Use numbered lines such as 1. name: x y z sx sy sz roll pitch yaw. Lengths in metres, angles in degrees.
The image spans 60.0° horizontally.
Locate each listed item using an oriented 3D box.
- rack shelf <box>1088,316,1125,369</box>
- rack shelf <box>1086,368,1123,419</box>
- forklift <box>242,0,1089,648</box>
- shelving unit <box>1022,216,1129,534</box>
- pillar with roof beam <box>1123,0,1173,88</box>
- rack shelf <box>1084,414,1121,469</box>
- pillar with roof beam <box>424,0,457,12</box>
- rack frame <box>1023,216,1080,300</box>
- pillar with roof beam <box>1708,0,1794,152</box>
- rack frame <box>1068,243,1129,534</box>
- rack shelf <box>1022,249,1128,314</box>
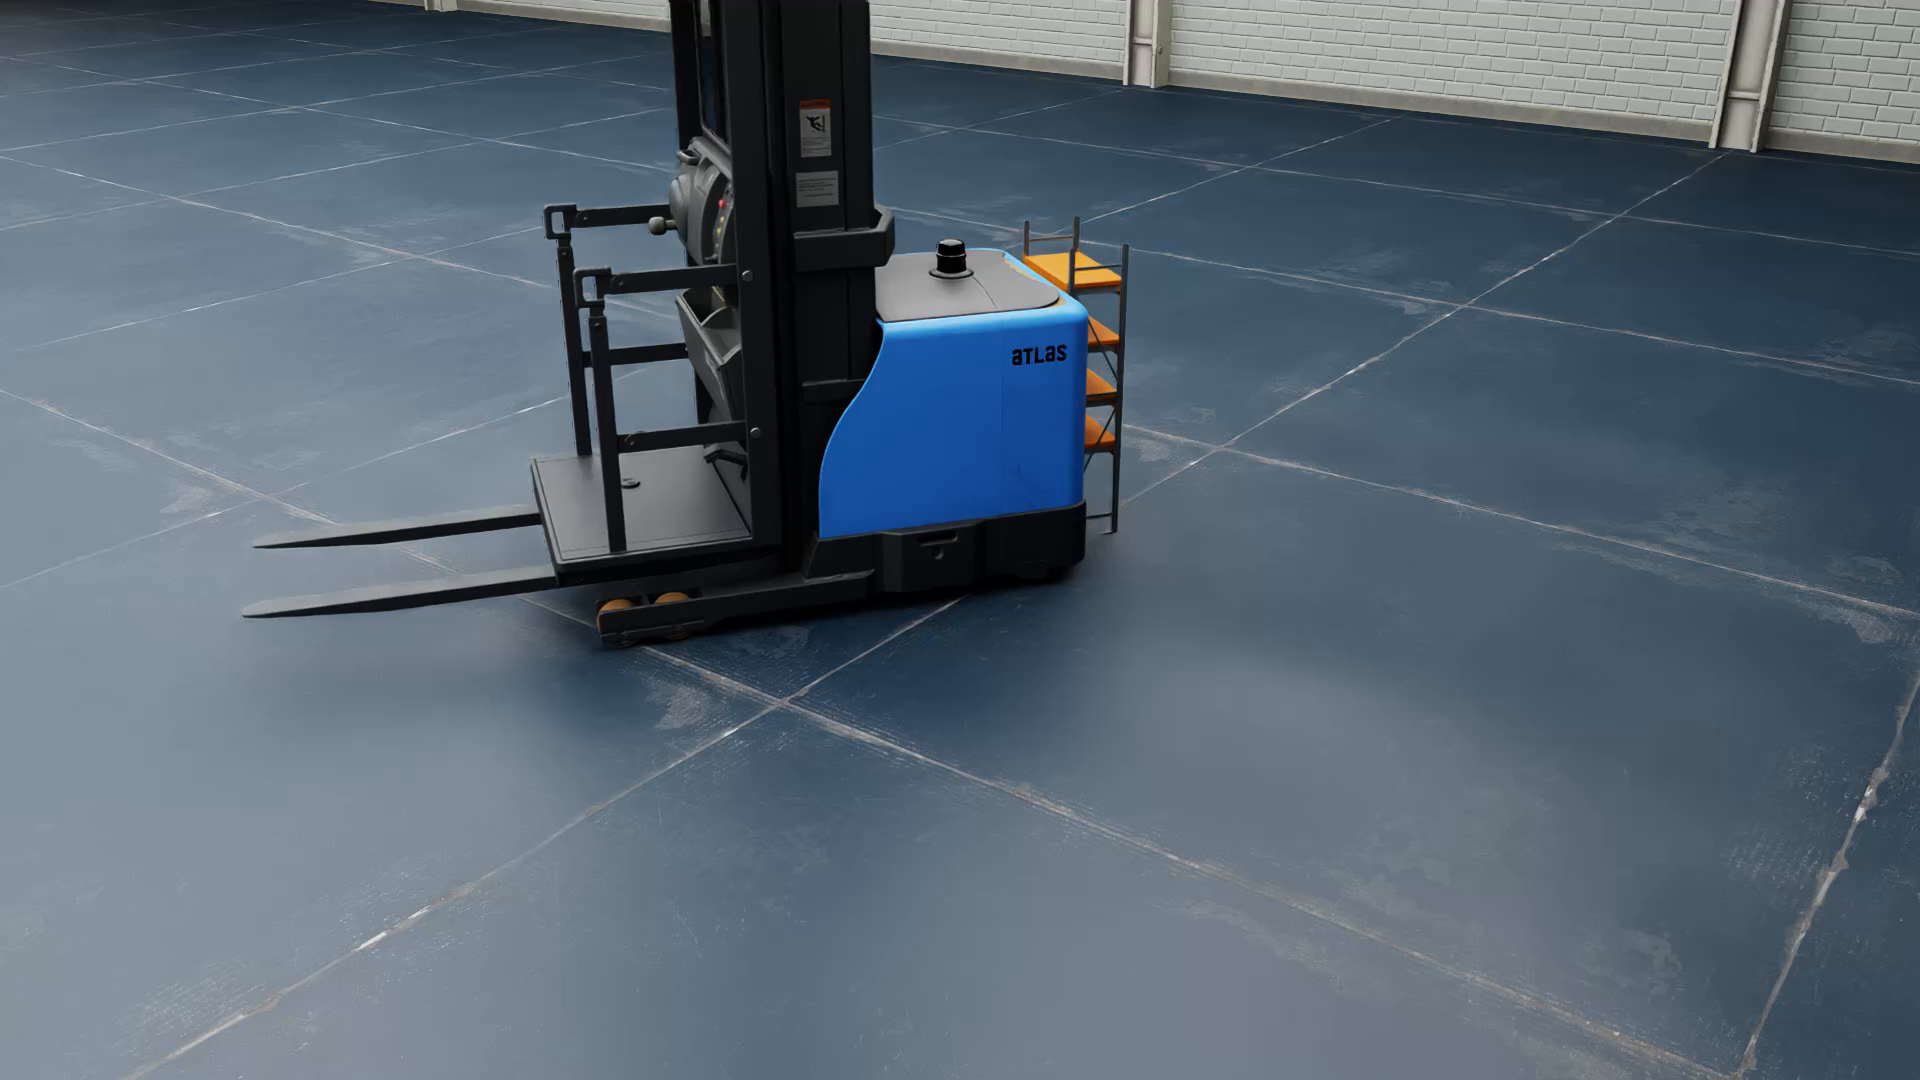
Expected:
1. rack shelf: 0.449 -0.802 6.694 0.258 0.148 0.480 -8 25 -17
2. rack shelf: 0.449 -0.597 6.784 0.258 0.148 0.480 -8 25 -17
3. forklift: -1.092 -1.200 5.837 3.031 2.935 1.130 -8 25 -17
4. shelving unit: 0.449 -0.659 6.757 0.258 1.200 0.503 -8 25 -17
5. pillar with roof beam: -0.587 -7.616 12.874 0.400 9.000 9.100 17 29 33
6. rack shelf: 0.449 -0.415 6.864 0.258 0.148 0.480 -8 25 -17
7. pillar with roof beam: -10.189 -10.517 19.460 0.400 9.000 9.100 17 29 33
8. rack frame: 0.370 -0.752 6.968 0.240 1.200 0.015 -8 25 -17
9. pillar with roof beam: 4.214 -6.165 9.581 0.400 9.000 9.100 17 29 33
10. rack frame: 0.528 -0.566 6.546 0.240 1.200 0.015 -8 25 -17
11. rack shelf: 0.449 -1.018 6.599 0.258 0.148 0.480 -8 25 -17
